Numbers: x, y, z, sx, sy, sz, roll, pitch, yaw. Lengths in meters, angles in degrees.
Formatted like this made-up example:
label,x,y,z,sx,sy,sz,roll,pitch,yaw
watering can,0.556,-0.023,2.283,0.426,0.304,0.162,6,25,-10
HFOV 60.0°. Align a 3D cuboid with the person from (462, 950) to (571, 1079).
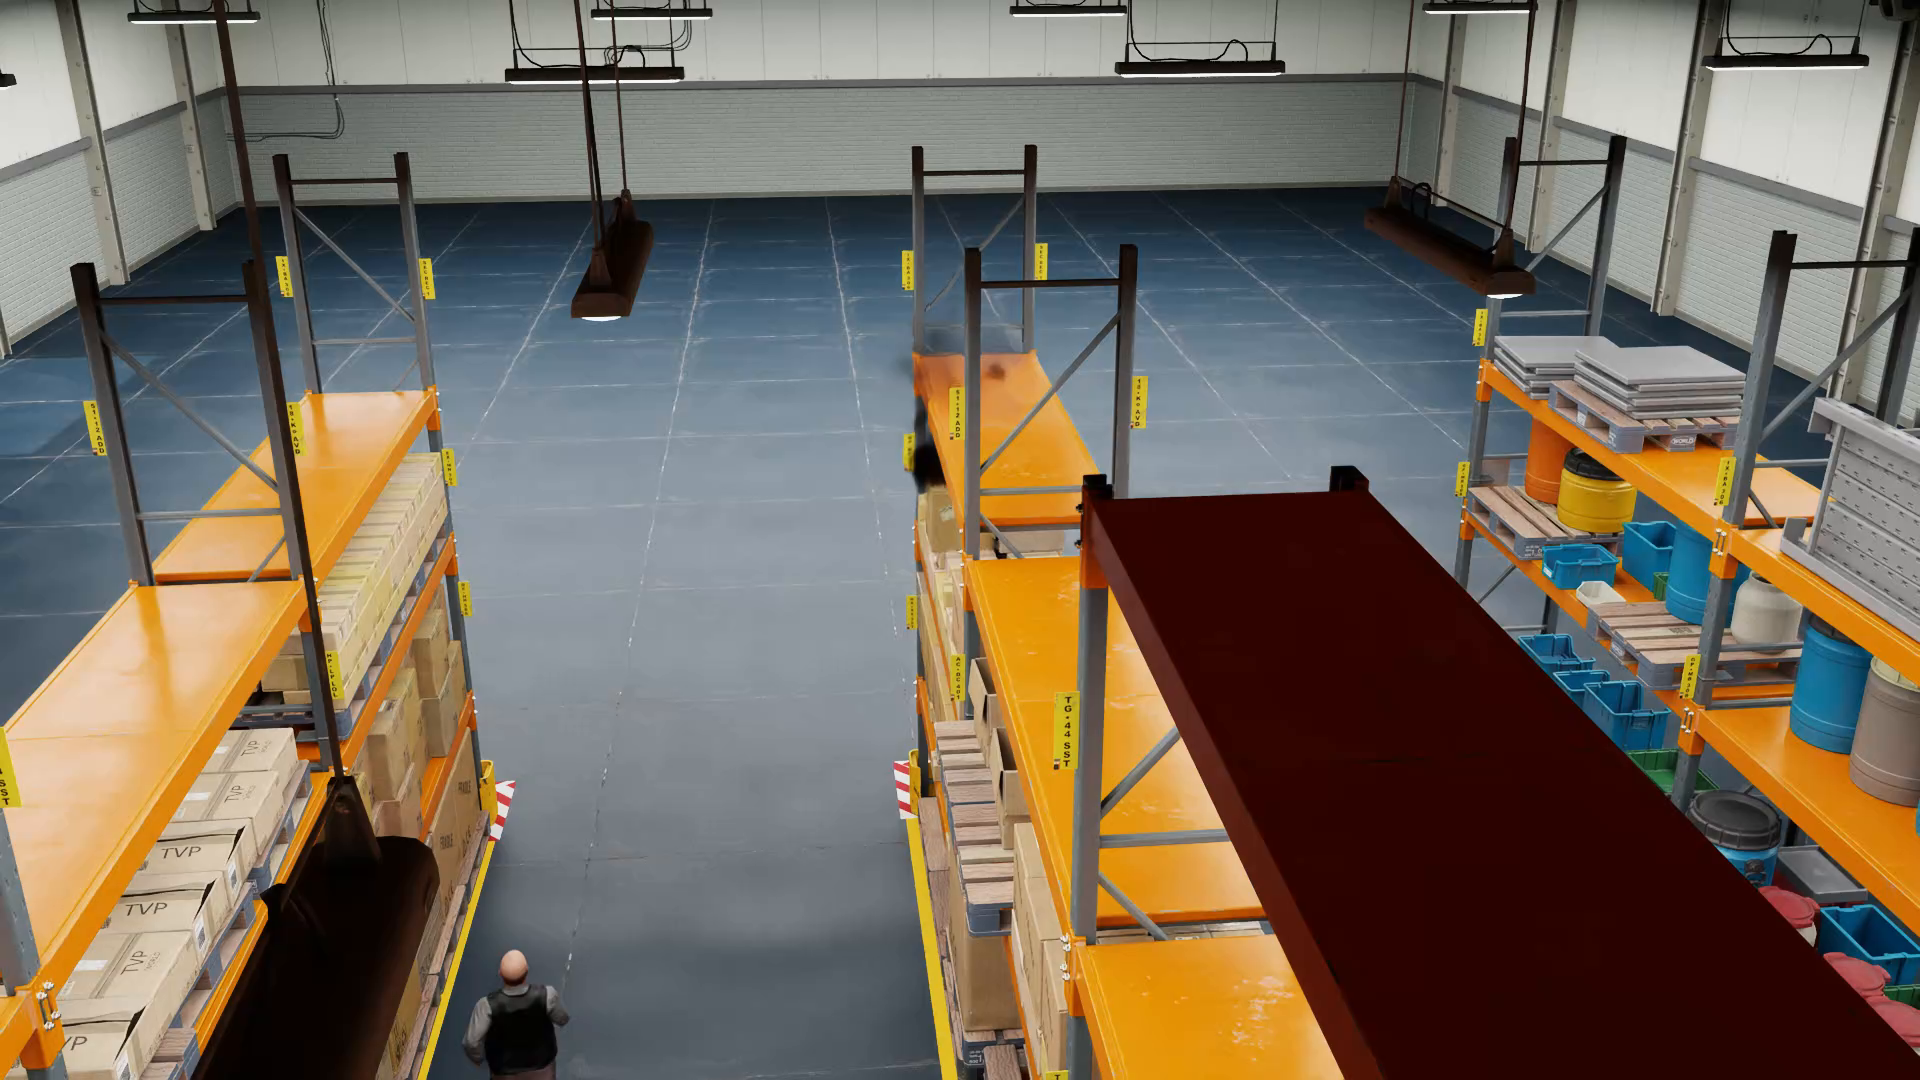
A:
label,x,y,z,sx,sy,sz,roll,pitch,yaw
person,-2.798,3.399,10.683,0.636,1.768,0.859,-3,22,-8
